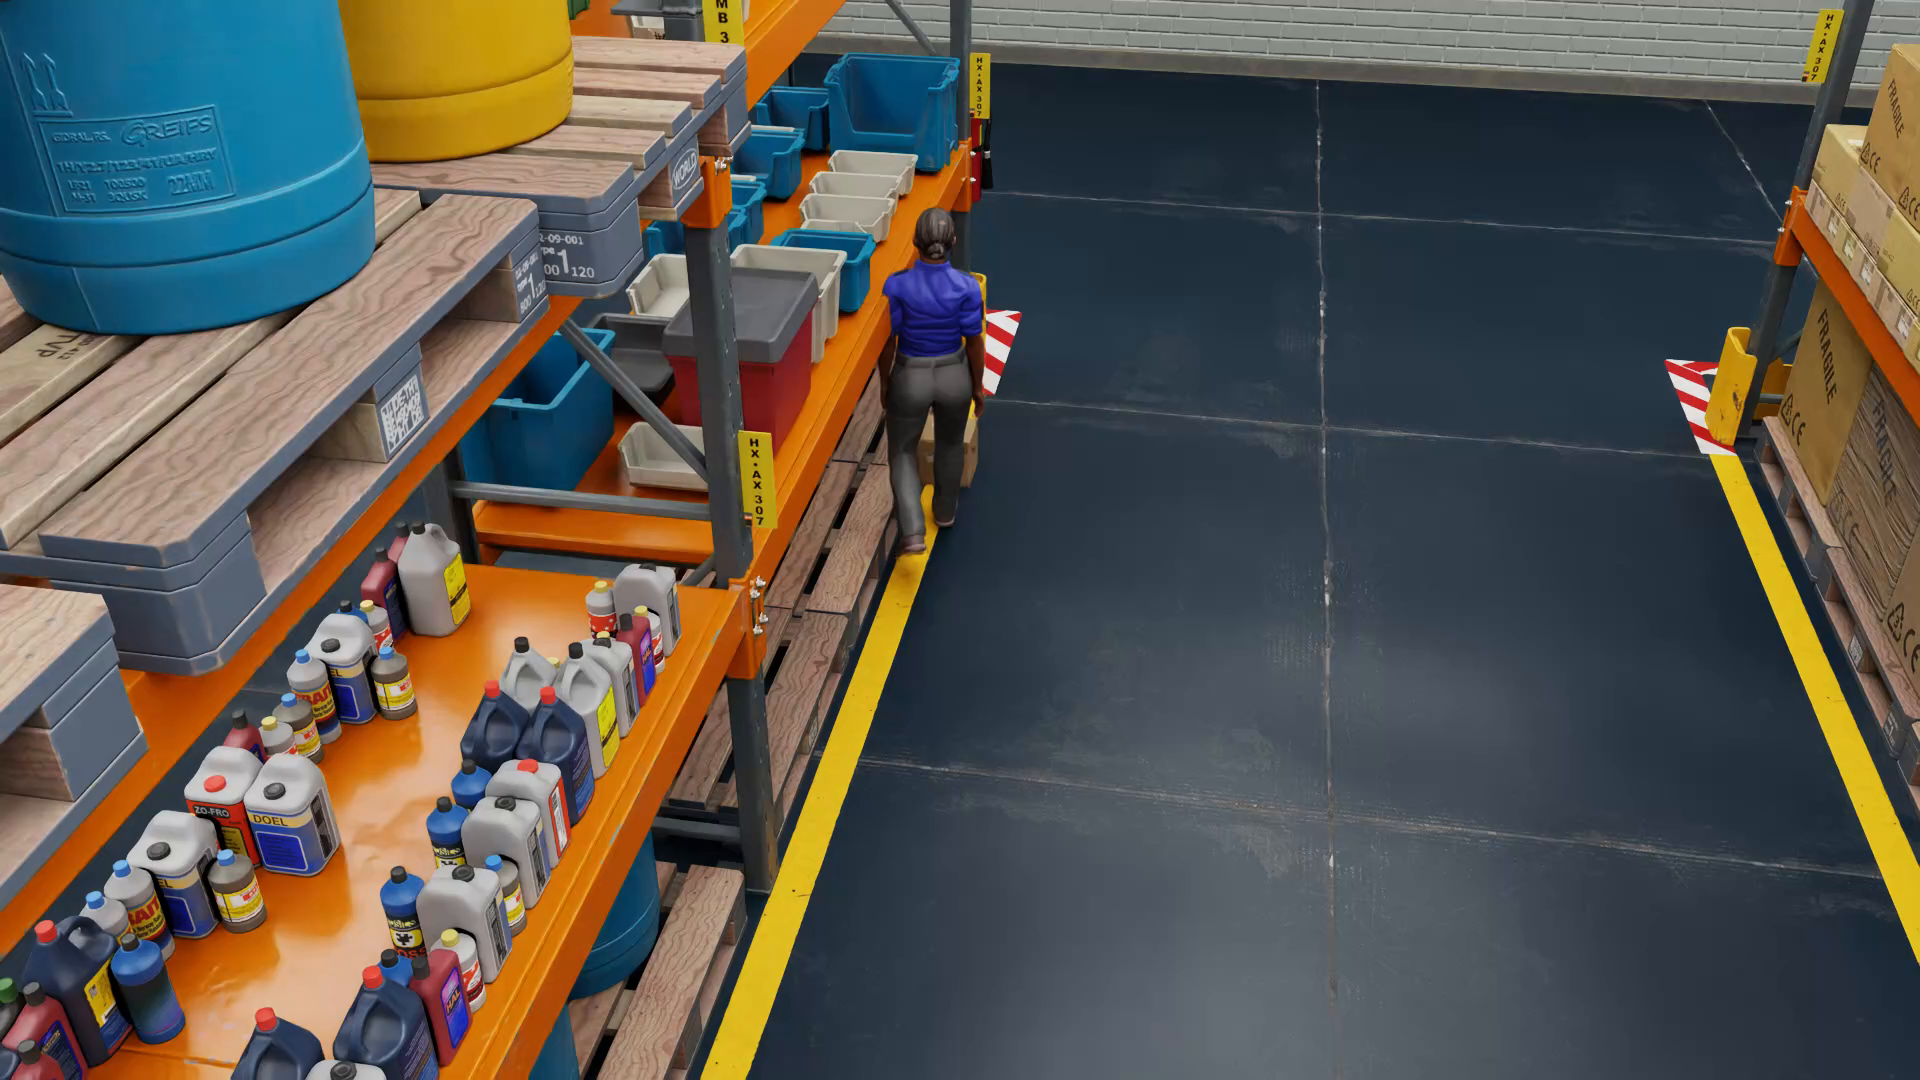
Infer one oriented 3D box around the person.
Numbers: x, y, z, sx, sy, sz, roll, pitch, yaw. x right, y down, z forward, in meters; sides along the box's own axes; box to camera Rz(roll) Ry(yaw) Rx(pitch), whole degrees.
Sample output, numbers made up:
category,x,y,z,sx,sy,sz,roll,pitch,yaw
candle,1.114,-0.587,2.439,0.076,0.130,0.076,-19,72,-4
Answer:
category,x,y,z,sx,sy,sz,roll,pitch,yaw
person,-0.125,-0.686,7.195,0.464,1.625,0.779,-4,33,-6
